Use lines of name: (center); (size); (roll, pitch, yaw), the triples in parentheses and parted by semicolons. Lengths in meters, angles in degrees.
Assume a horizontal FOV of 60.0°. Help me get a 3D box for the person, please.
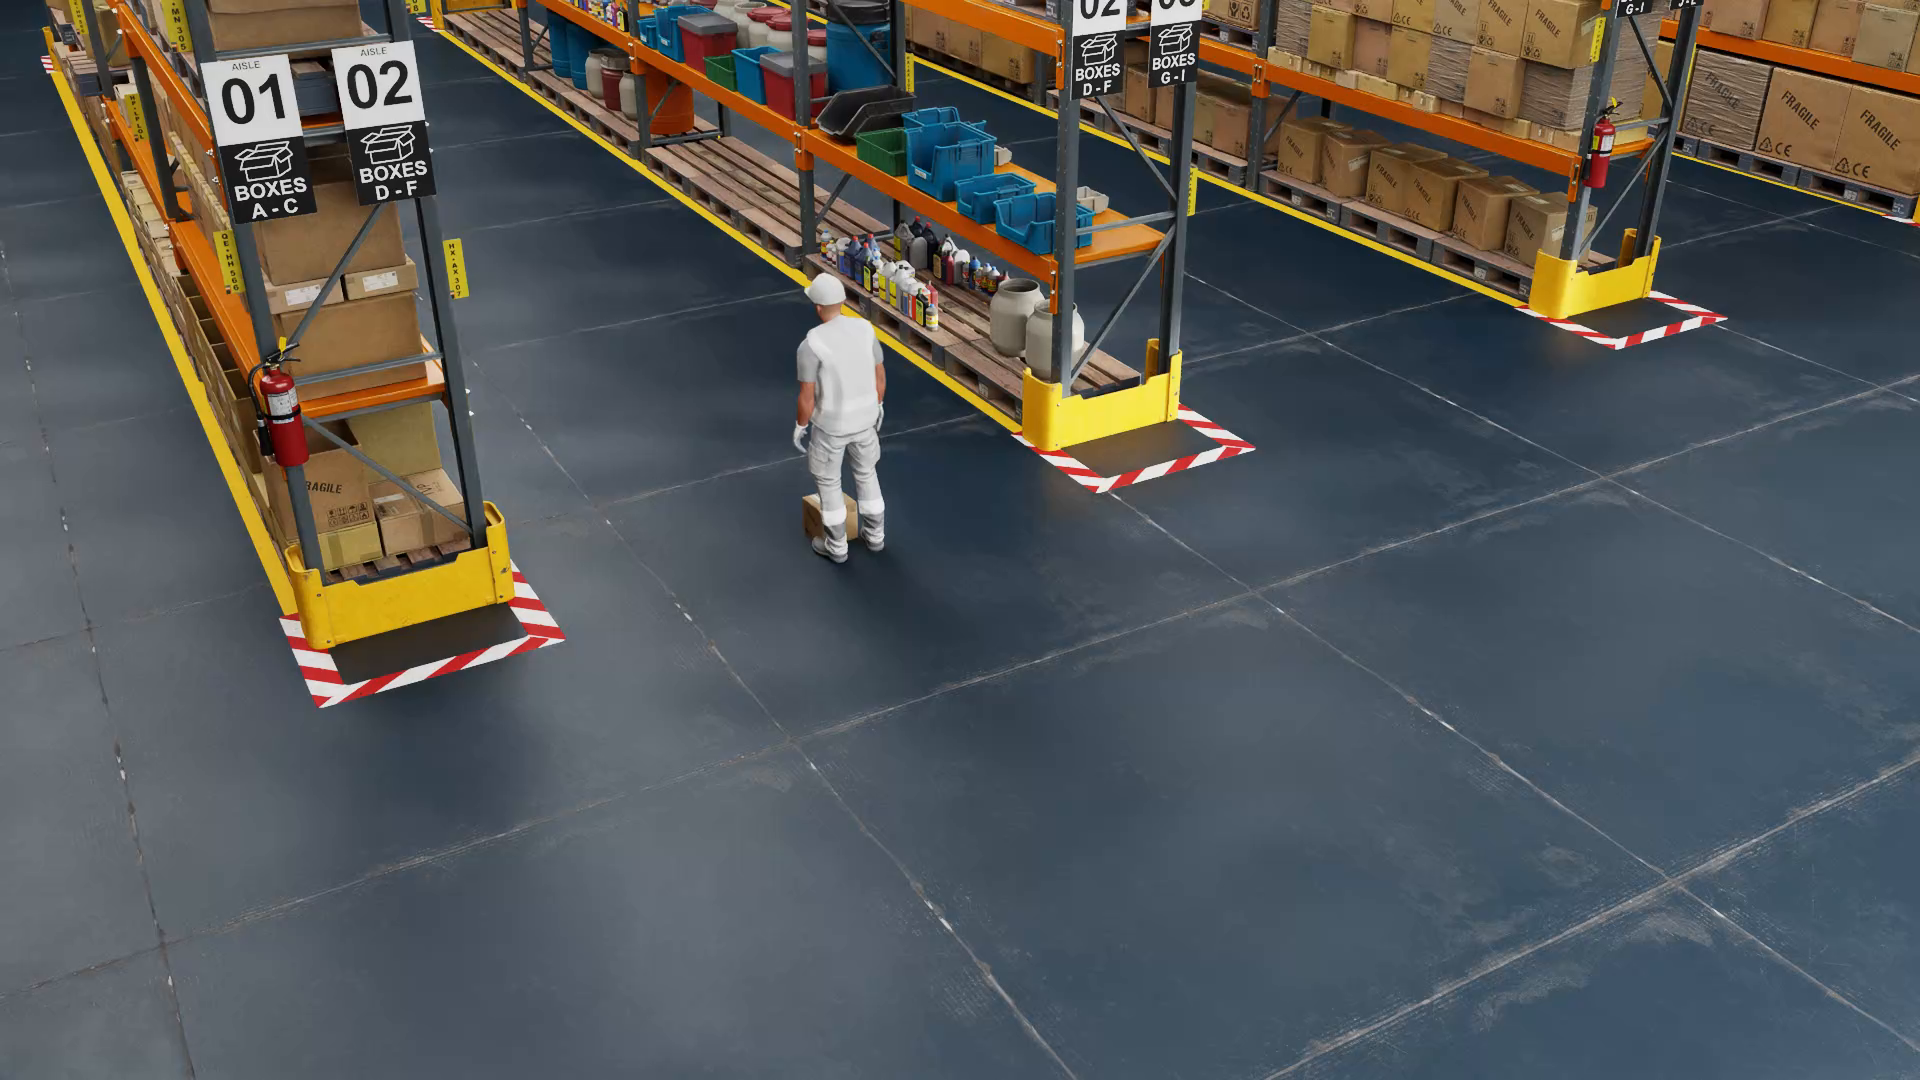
person: (-0.711, -0.713, 9.850); (0.620, 1.780, 0.446); (-18, 33, -29)
